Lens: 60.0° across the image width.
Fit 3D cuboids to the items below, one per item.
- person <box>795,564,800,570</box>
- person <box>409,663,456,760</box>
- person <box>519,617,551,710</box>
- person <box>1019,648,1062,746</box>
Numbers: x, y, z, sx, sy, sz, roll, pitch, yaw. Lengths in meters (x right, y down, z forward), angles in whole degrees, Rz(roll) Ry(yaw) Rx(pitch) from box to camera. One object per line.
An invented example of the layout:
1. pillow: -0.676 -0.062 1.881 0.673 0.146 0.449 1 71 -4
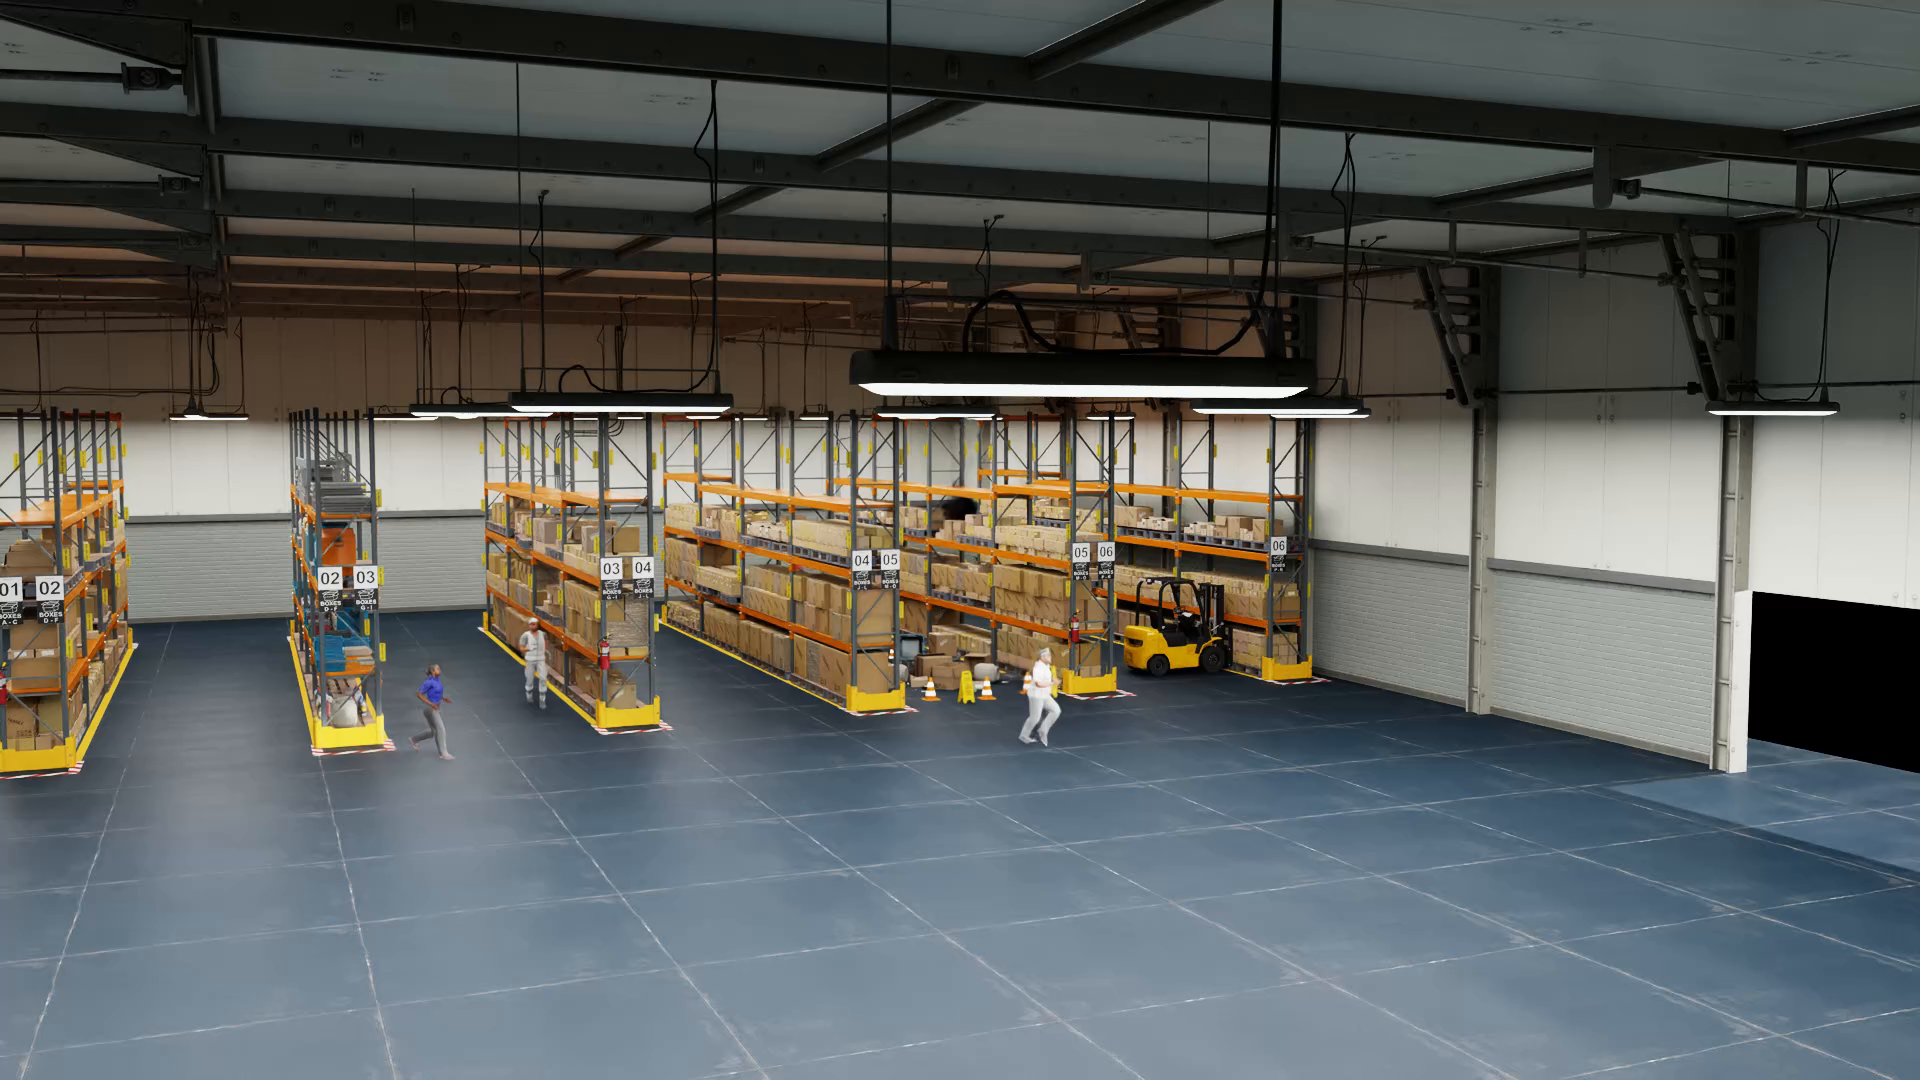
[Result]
1. person: -5.105 1.341 50.518 0.670 1.720 0.634 -2 5 -29
2. person: -9.044 2.973 28.367 0.845 1.566 0.584 0 4 2
3. person: -8.557 2.473 33.522 0.647 1.845 0.800 -2 4 -26
4. person: 1.438 2.775 29.510 0.828 1.770 0.694 2 4 24
